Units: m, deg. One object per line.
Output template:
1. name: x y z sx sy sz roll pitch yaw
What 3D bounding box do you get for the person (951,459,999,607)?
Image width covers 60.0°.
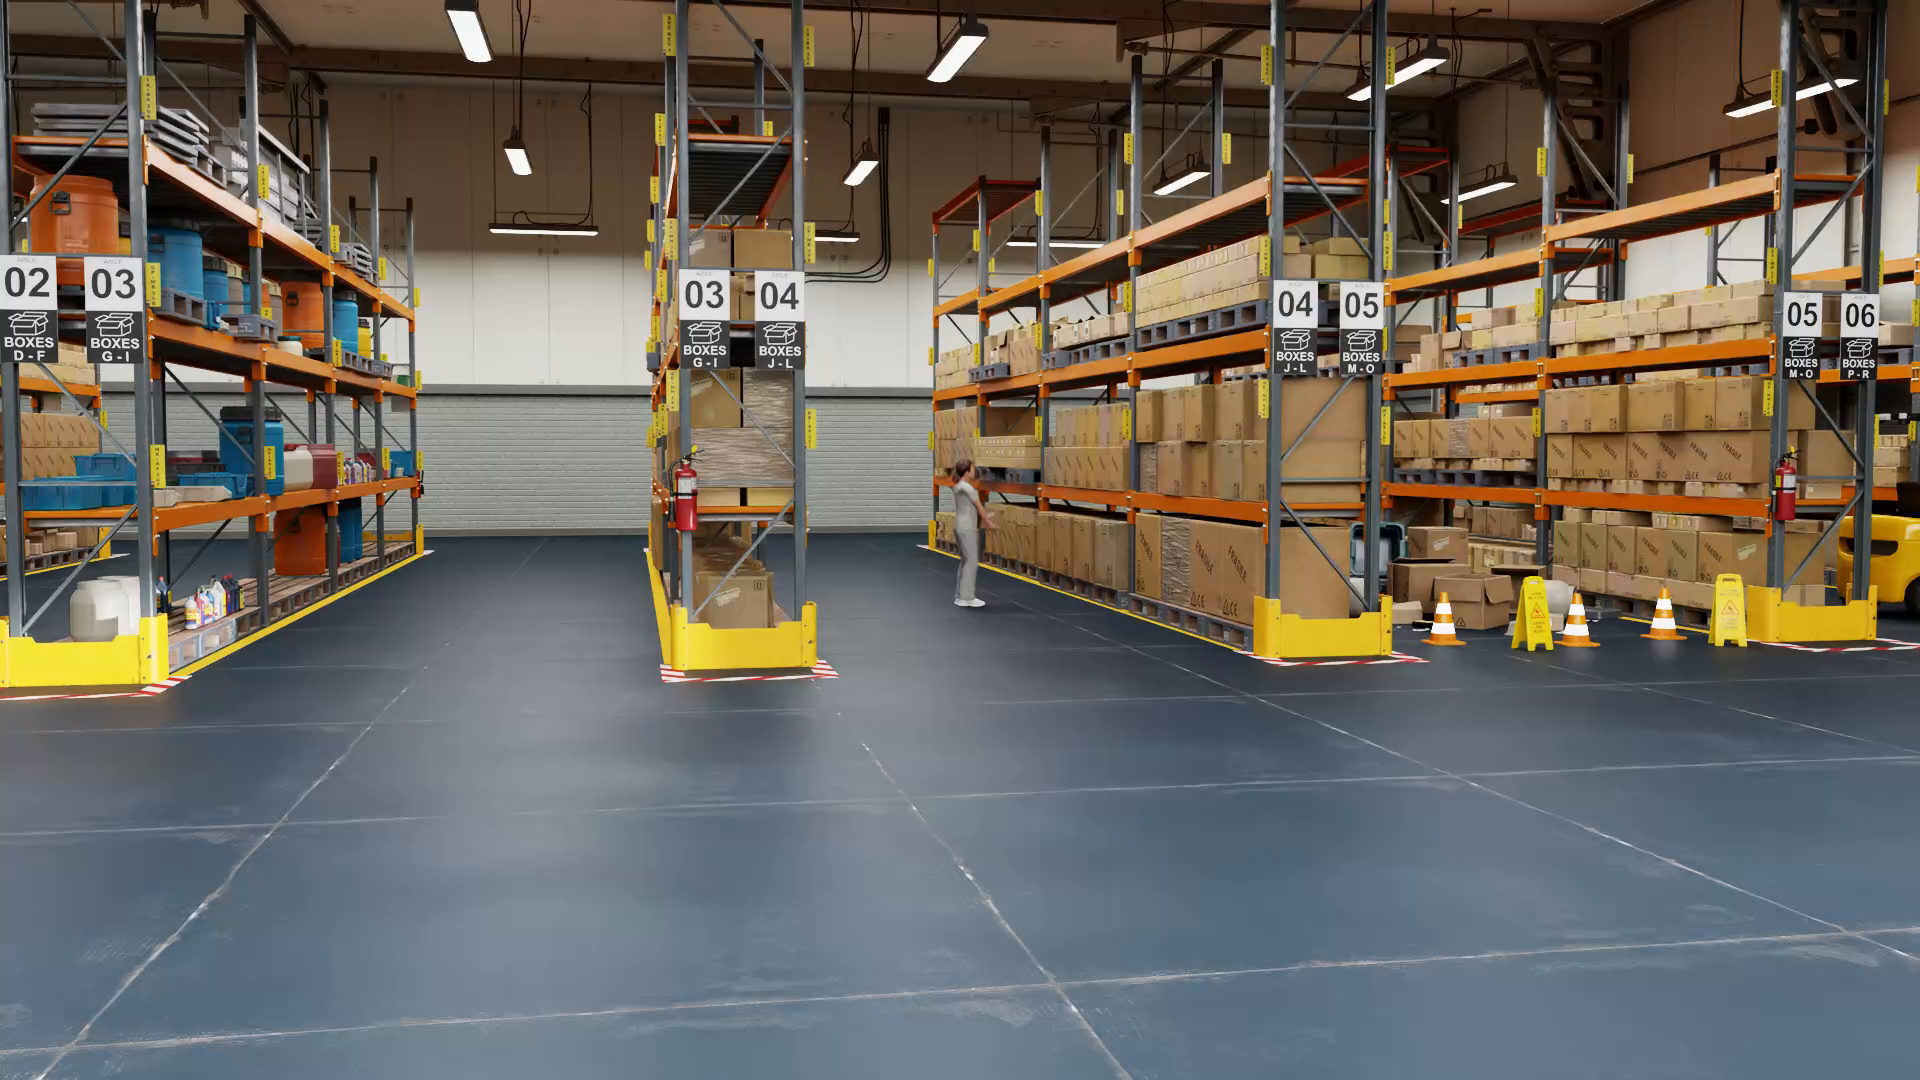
1. person: 0.154 -0.087 18.866 0.525 1.668 0.409 -1 3 -12
